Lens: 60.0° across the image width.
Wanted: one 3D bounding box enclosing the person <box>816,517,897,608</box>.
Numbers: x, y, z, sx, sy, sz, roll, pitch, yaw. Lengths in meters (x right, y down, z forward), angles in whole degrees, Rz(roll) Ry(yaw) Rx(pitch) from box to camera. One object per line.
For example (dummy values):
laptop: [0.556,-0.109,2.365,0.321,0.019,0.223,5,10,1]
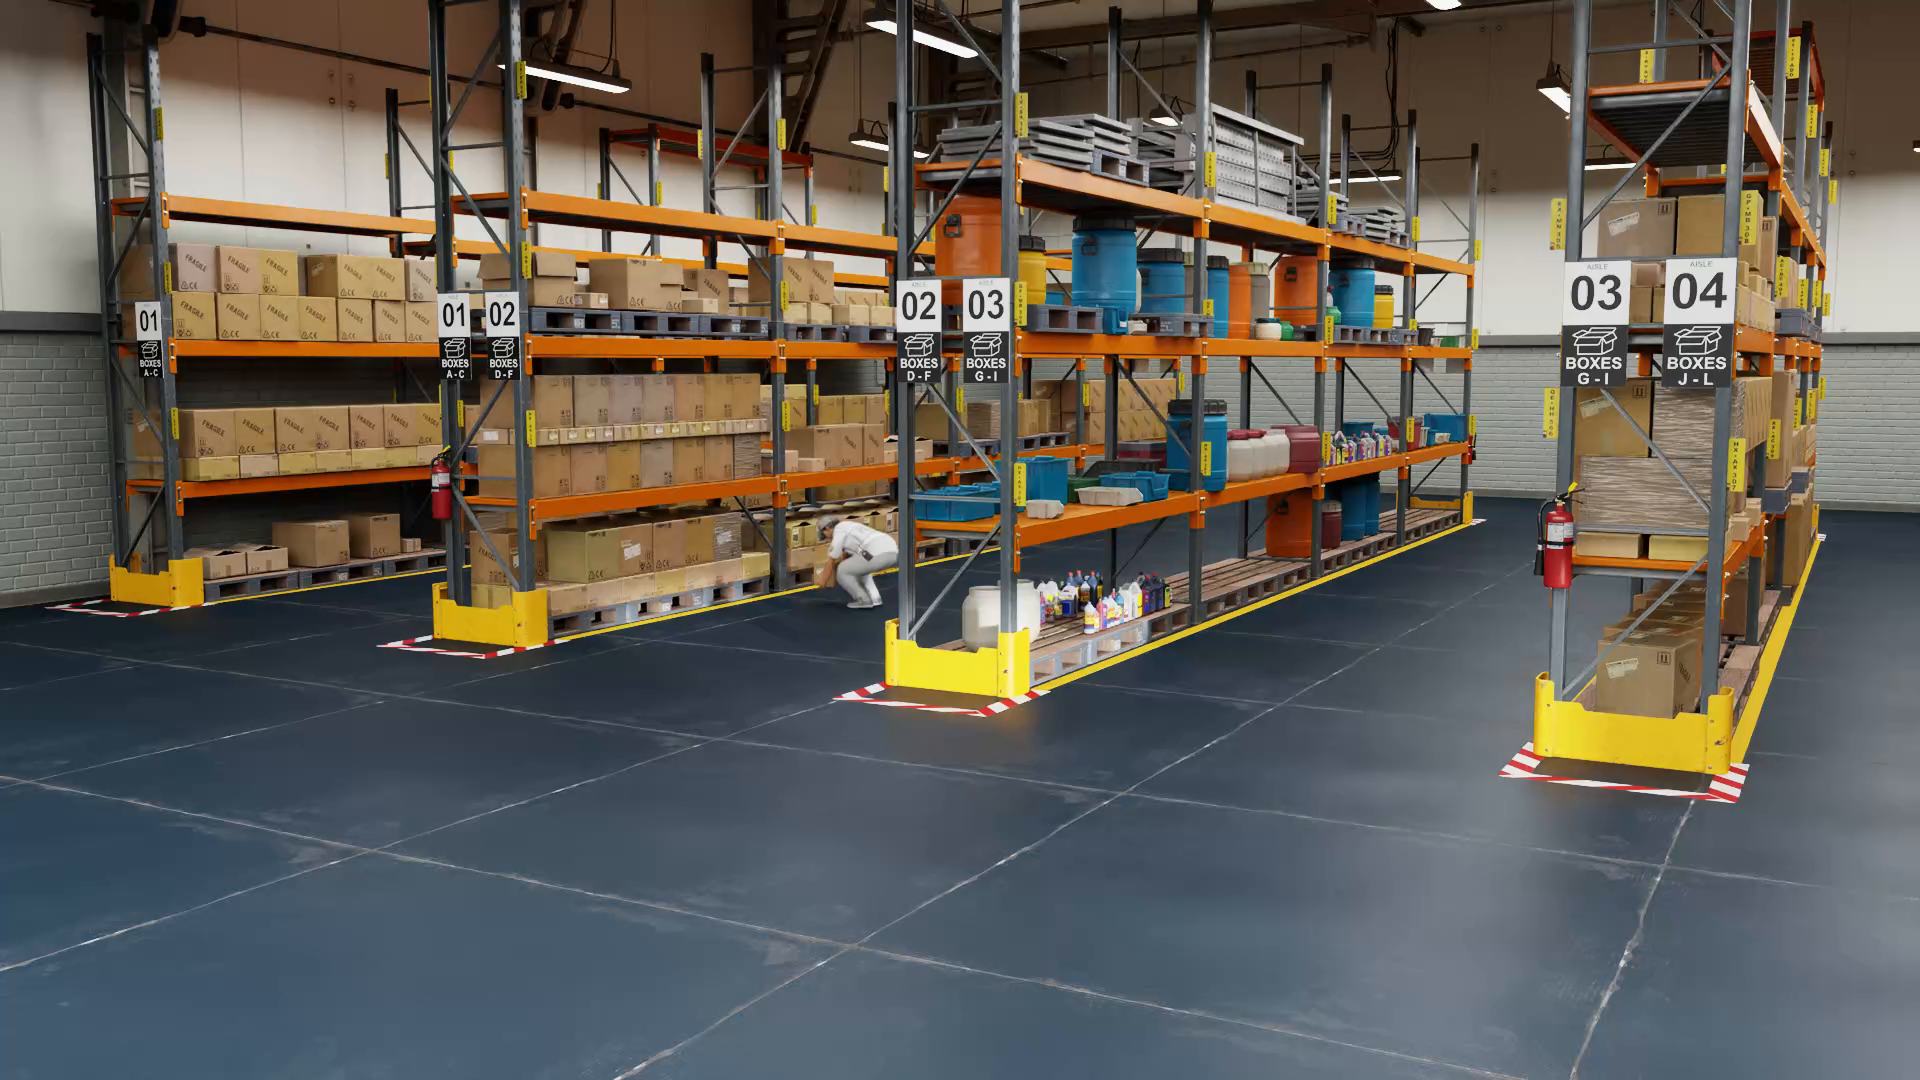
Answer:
person: [-1.104,0.237,17.600,0.871,0.943,0.507,3,7,27]
